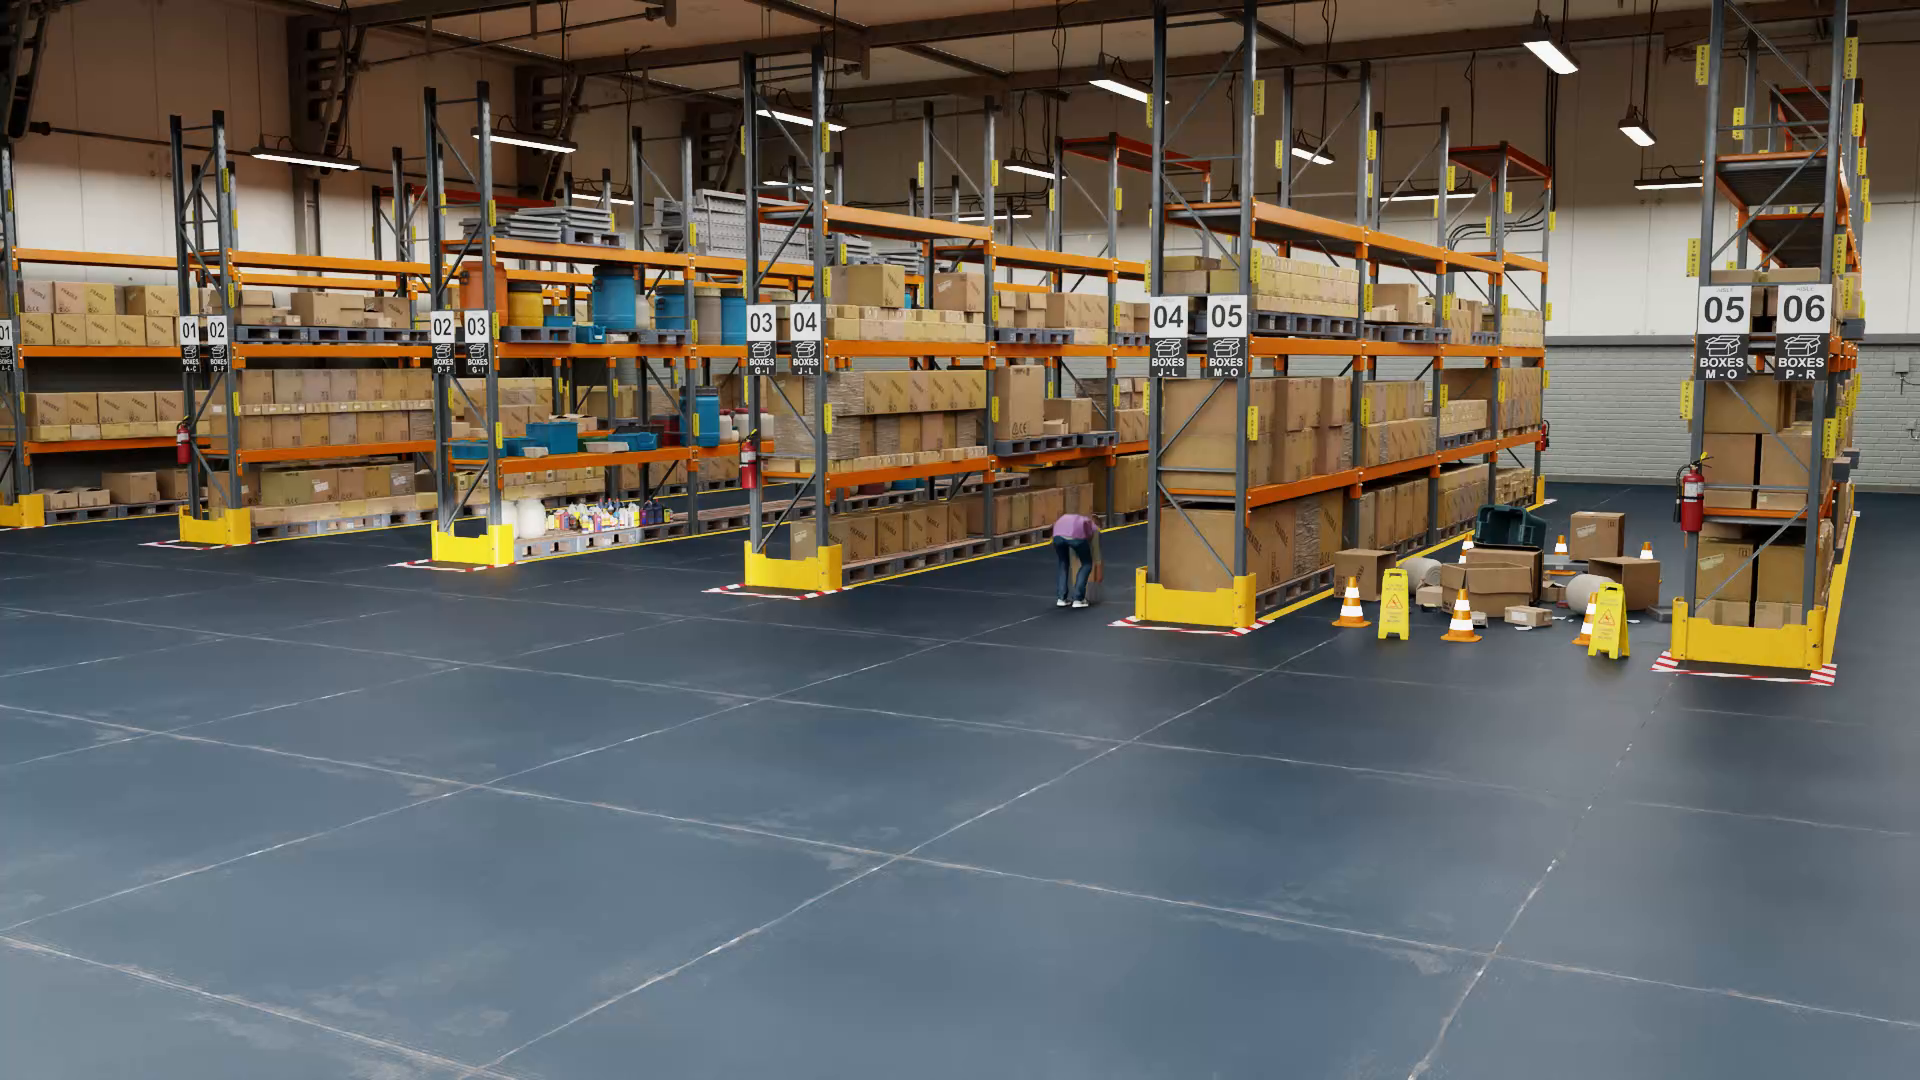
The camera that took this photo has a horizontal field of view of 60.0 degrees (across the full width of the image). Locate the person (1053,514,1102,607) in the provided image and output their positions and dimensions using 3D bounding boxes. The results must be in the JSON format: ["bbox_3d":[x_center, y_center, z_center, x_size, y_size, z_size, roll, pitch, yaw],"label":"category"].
[{"bbox_3d":[1.261,0.196,17.622,0.396,0.980,0.871,3,7,26],"label":"person"}]
